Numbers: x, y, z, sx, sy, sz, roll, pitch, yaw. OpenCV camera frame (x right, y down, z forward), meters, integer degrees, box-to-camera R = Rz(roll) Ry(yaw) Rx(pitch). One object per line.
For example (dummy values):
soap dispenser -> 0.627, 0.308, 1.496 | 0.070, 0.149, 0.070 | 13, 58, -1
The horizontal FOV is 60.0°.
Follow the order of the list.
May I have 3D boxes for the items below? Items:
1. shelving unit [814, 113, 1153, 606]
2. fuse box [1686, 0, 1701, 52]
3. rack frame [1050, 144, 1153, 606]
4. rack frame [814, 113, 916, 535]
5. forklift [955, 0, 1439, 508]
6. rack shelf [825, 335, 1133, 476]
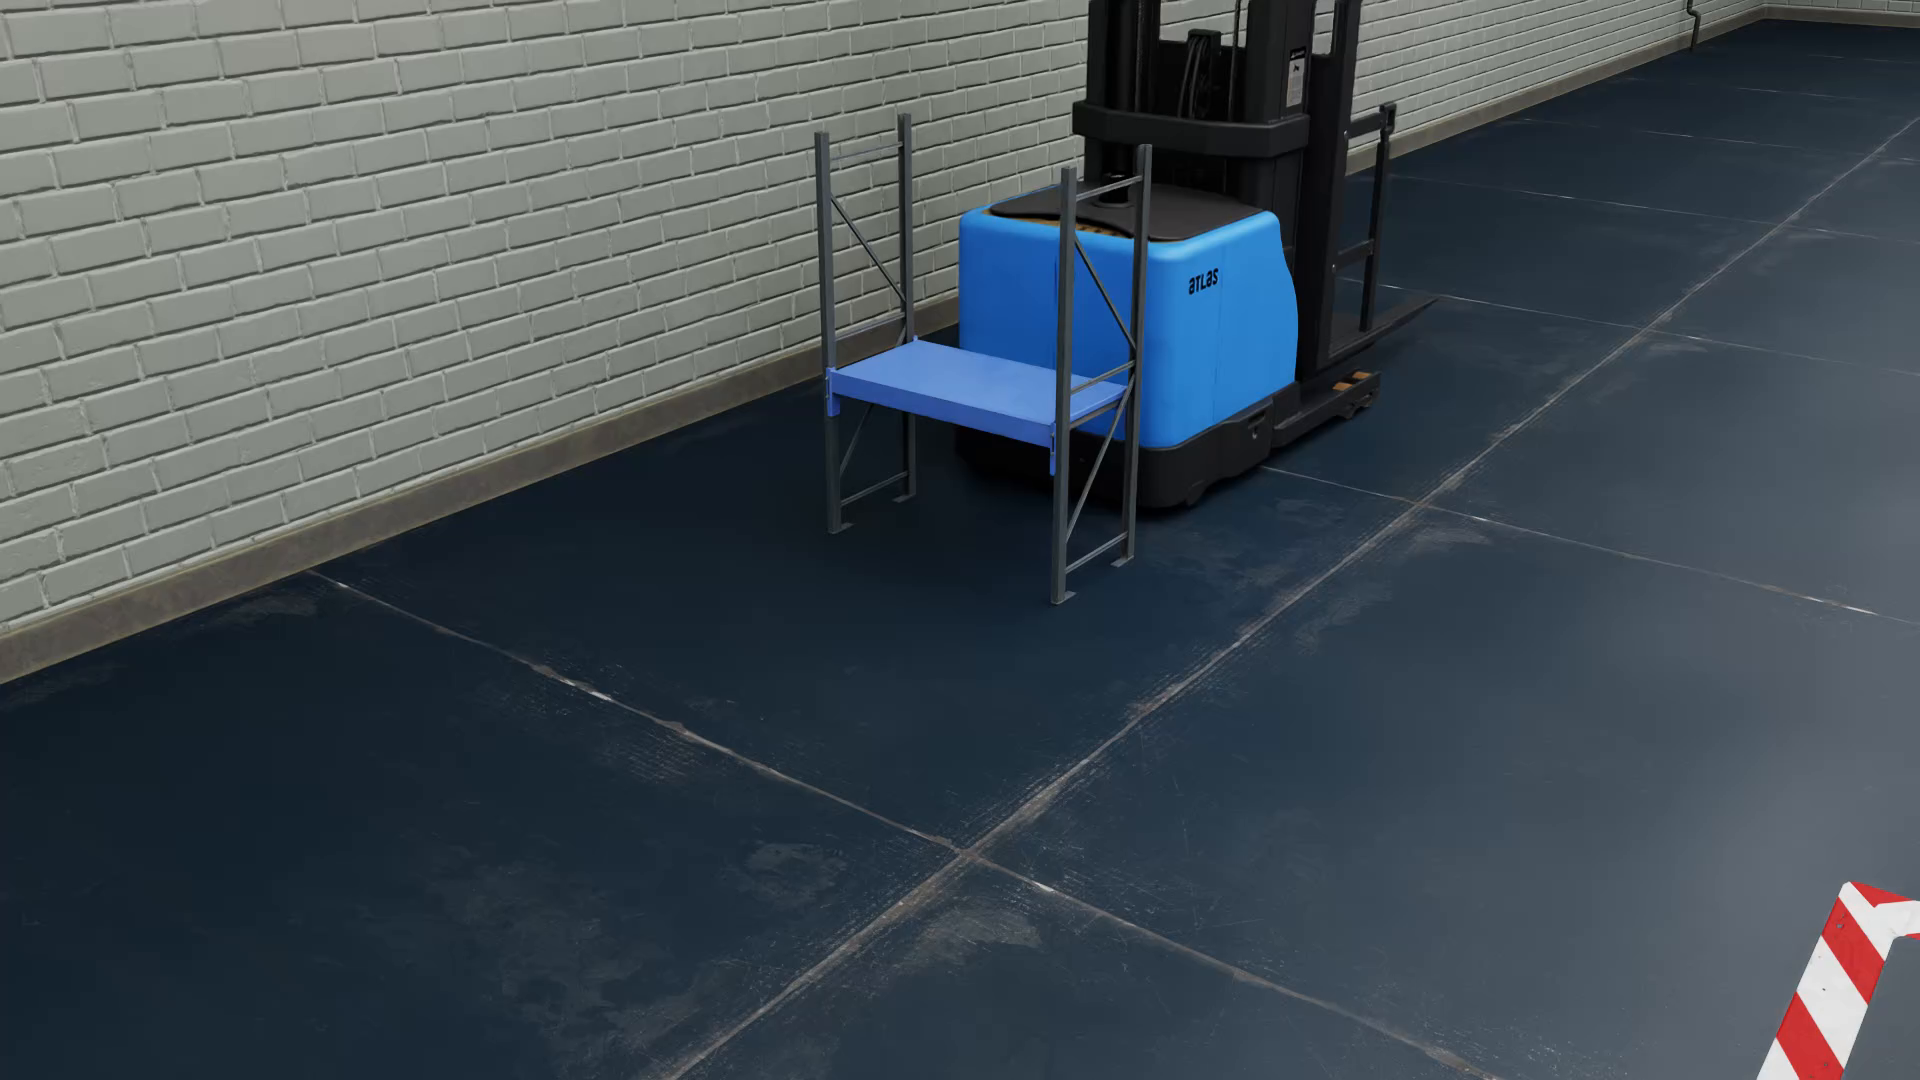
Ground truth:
shelving unit -> 0.068, -0.666, 5.901 | 1.048, 1.500, 0.538 | 17, 29, 33
fuse box -> 8.292, -6.288, 18.400 | 0.414, 1.711, 0.539 | 17, 29, 33
rack frame -> 0.475, -0.543, 5.622 | 0.032, 1.500, 0.500 | 17, 29, 33
rack frame -> -0.339, -0.789, 6.180 | 0.032, 1.500, 0.500 | 17, 29, 33
forklift -> 1.275, -1.992, 7.136 | 1.130, 2.935, 3.031 | 17, 29, 34
rack shelf -> 0.068, -0.501, 5.973 | 1.000, 0.185, 0.538 | 17, 29, 33
